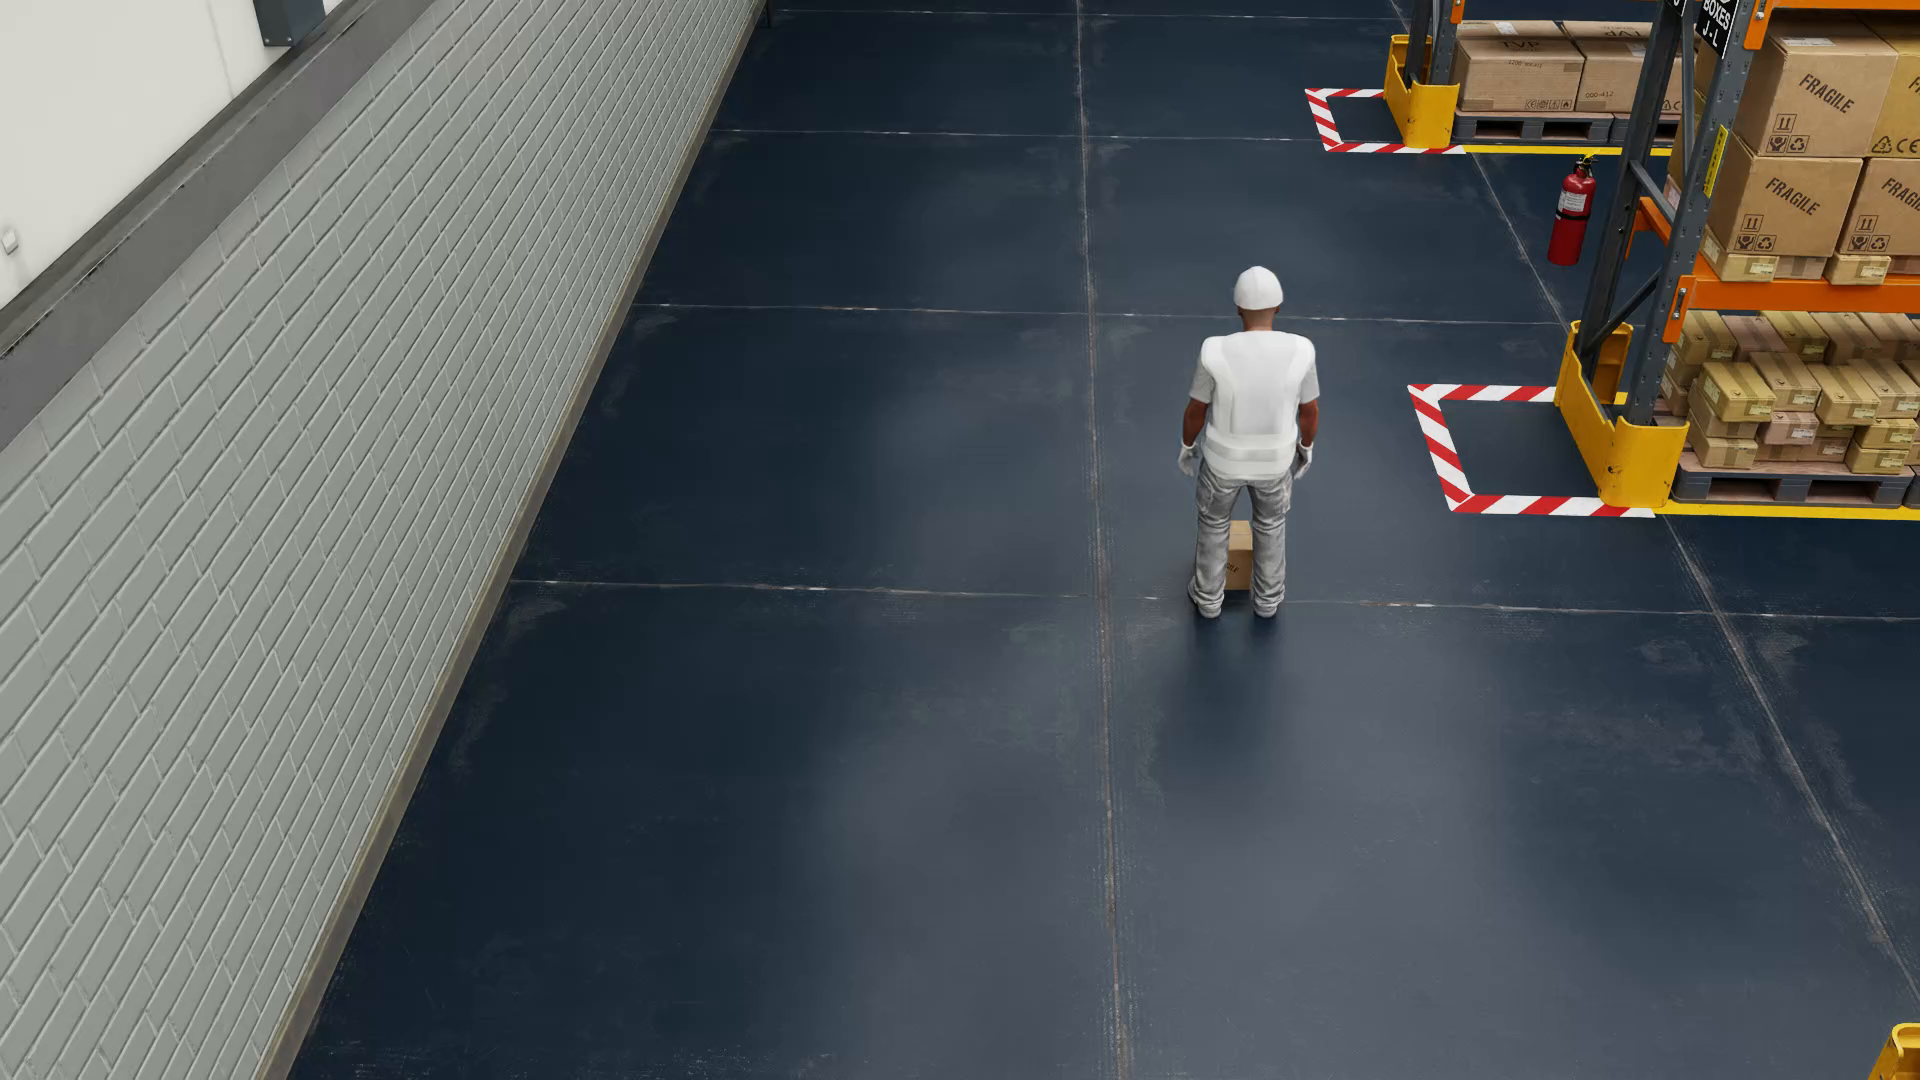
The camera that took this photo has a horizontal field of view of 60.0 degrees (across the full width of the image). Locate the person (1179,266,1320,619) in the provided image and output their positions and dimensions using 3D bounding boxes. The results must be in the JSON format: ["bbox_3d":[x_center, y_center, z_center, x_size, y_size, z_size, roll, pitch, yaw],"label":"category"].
[{"bbox_3d":[1.327,-0.413,7.690,0.617,1.774,0.451,1,35,2],"label":"person"}]
